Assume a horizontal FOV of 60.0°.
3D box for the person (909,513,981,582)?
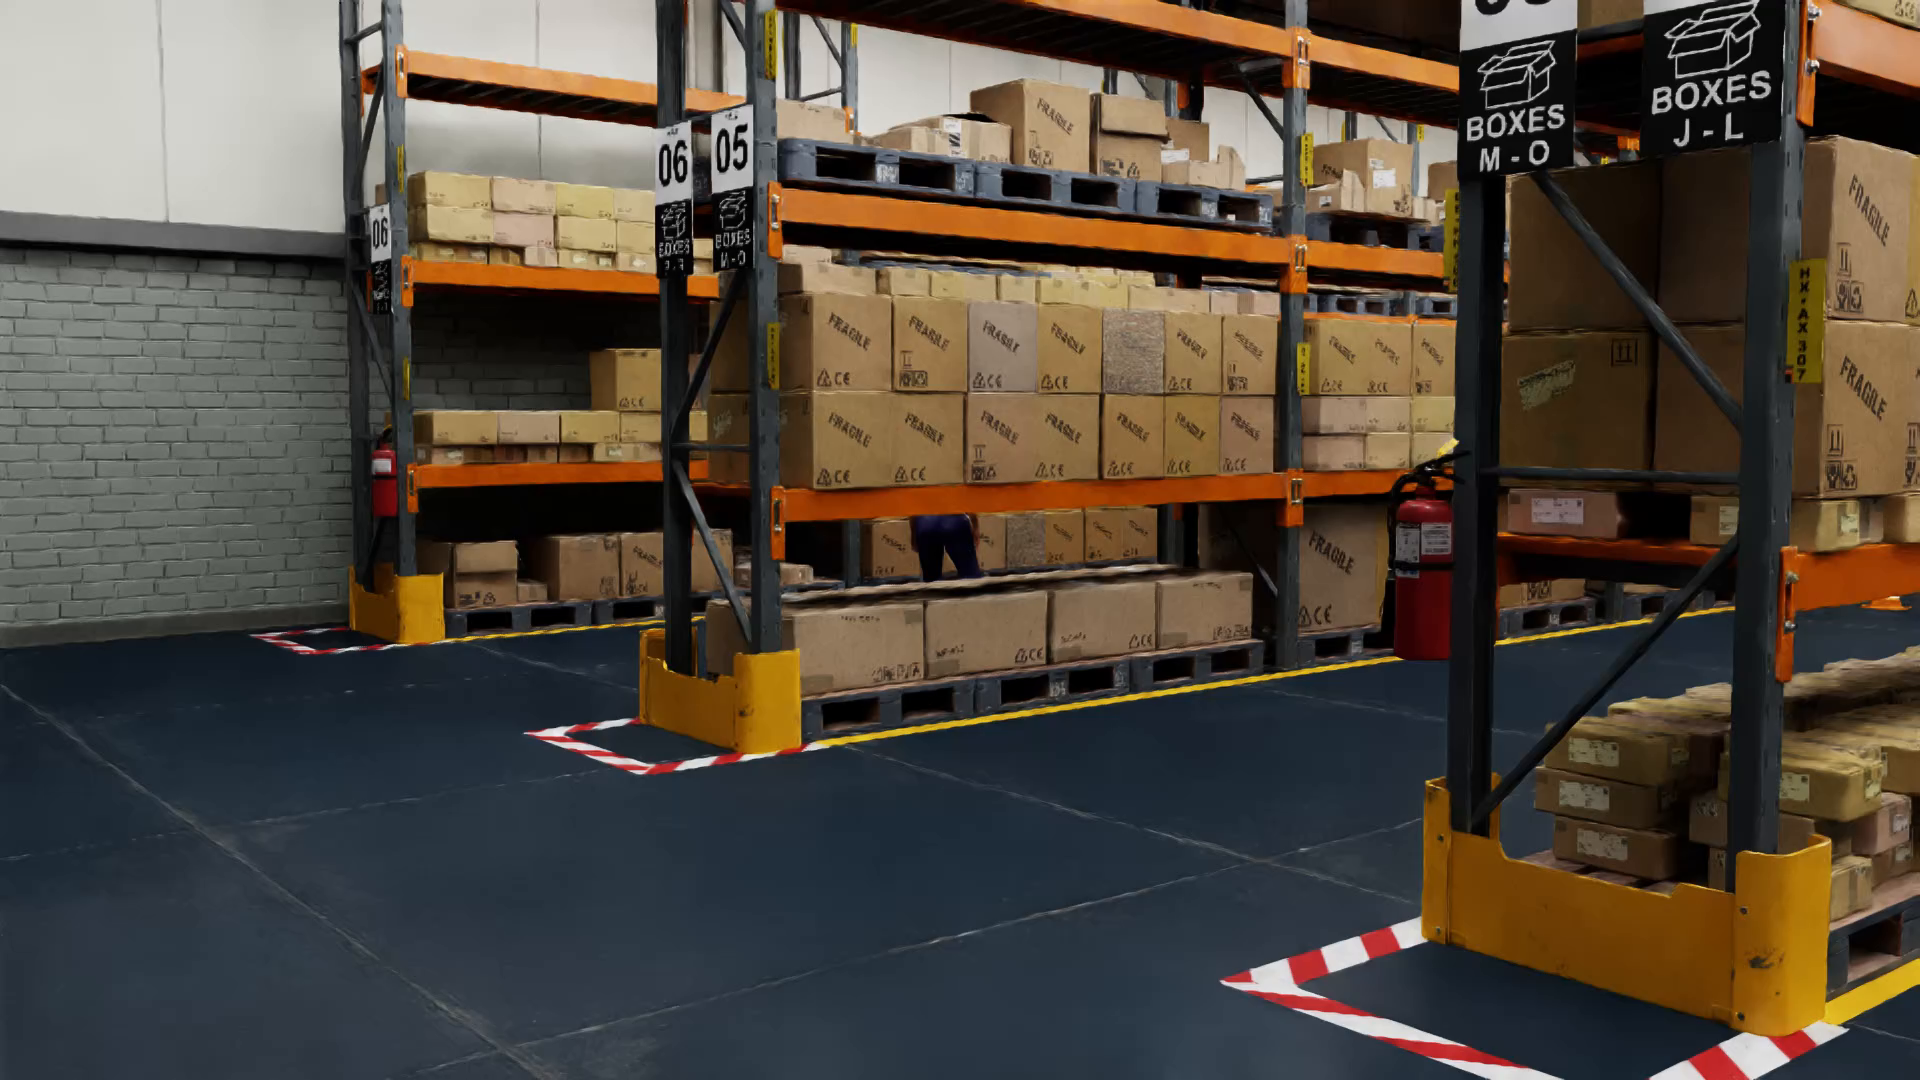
[{"bbox_3d":[-0.060,-0.054,12.186,0.678,1.627,0.518,1,5,13],"label":"person"}]
